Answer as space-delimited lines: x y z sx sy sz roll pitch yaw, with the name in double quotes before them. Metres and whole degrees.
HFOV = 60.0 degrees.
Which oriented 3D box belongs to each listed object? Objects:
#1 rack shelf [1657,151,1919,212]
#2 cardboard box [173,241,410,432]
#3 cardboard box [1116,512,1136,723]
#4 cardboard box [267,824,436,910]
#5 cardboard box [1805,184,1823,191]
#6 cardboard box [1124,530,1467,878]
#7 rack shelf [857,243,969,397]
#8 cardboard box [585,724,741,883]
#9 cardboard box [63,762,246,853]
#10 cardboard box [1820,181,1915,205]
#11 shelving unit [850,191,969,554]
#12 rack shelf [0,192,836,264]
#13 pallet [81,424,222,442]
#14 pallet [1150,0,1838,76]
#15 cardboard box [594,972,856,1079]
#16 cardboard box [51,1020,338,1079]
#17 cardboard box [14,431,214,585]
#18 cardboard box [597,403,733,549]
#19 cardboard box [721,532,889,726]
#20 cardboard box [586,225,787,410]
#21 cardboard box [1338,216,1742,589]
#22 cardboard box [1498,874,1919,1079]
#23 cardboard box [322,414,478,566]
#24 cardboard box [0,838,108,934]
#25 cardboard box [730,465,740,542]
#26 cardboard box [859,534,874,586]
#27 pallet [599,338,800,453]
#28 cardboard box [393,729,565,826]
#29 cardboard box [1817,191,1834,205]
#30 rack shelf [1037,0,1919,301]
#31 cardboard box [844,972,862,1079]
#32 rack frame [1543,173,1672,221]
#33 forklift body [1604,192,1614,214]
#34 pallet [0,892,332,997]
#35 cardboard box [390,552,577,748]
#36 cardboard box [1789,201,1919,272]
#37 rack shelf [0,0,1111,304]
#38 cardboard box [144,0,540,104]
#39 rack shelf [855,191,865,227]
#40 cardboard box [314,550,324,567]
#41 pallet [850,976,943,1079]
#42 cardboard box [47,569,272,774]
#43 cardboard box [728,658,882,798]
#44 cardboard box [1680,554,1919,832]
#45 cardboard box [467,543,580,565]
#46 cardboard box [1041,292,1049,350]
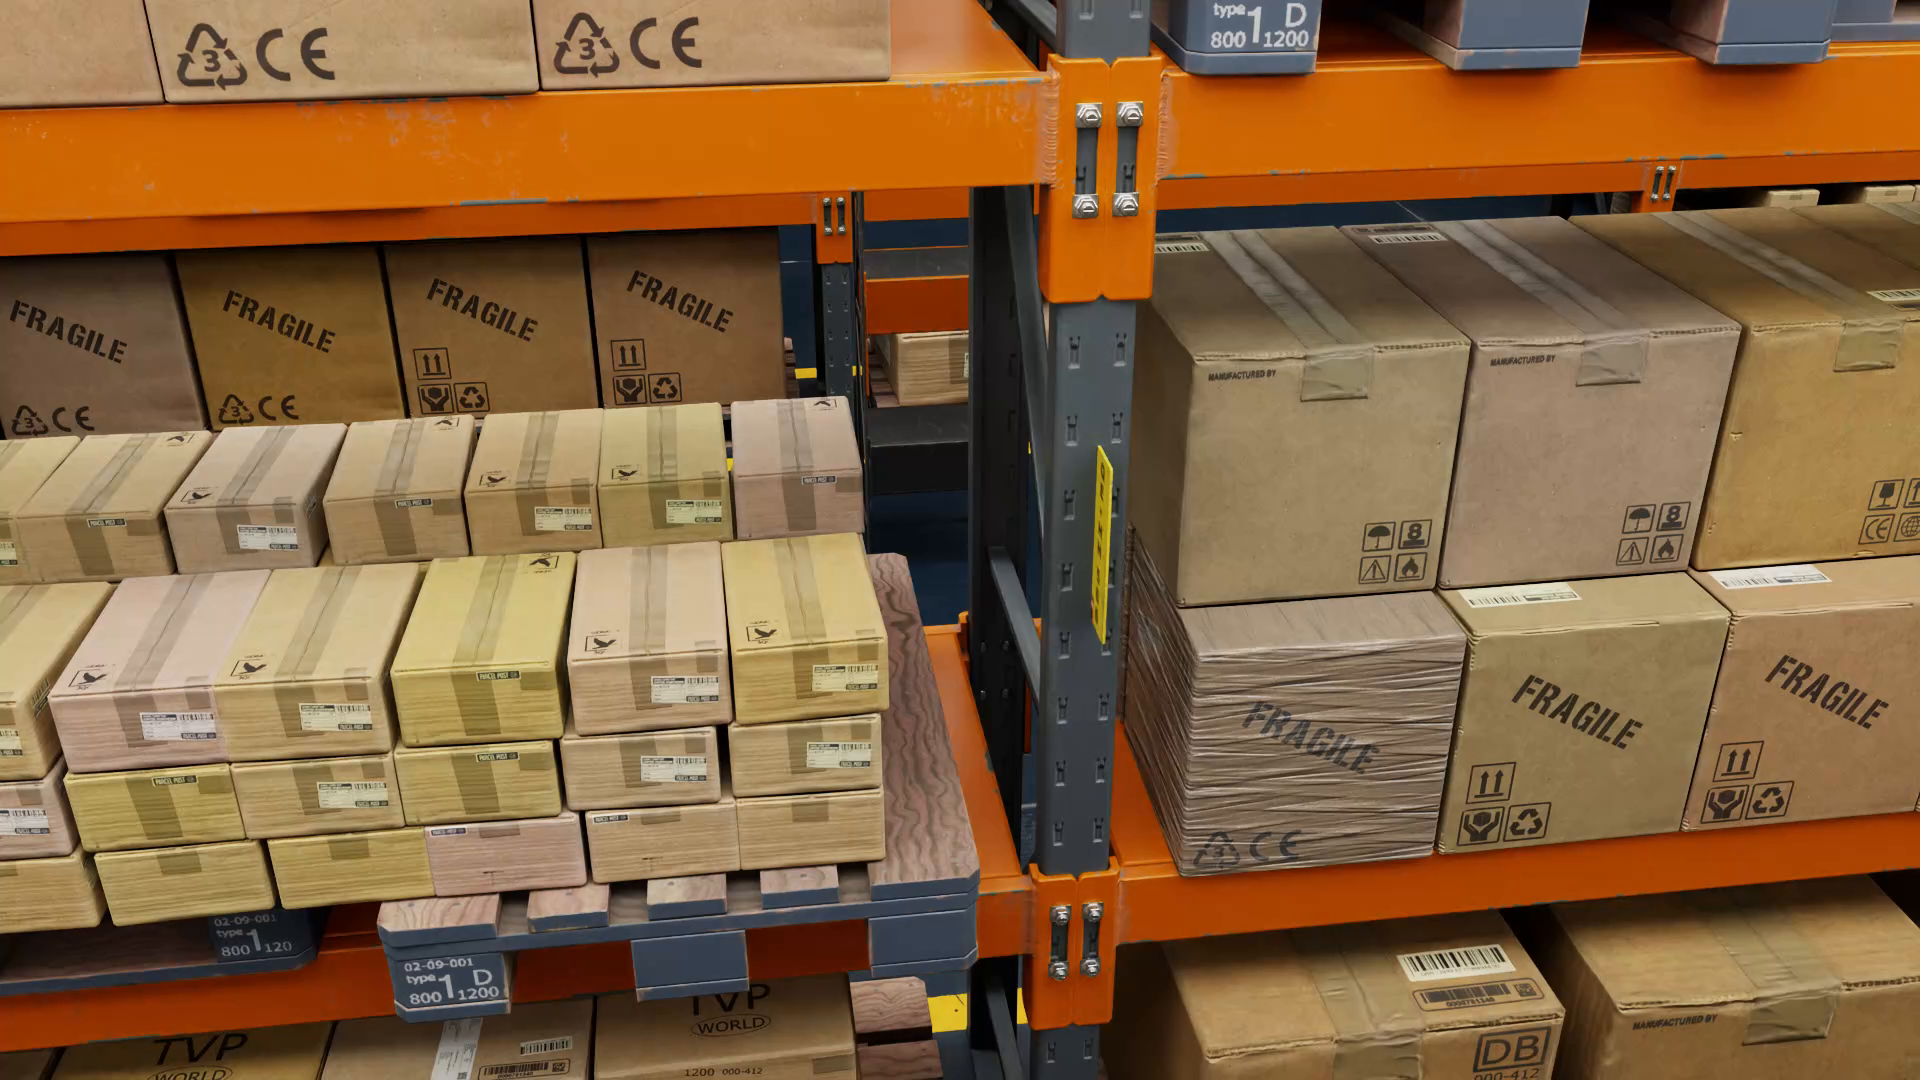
"rack shelf" 5.301 -2.048 8.743 4.000 0.370 1.077 -4 27 -7
"cardboard box" -3.105 -1.110 7.995 0.875 0.875 0.875 -3 27 -6
"cardboard box" 0.558 0.050 3.756 0.500 0.500 0.500 -4 27 -7
"cardboard box" -1.023 0.455 2.893 0.250 0.149 0.380 -4 27 -8
"cardboard box" 4.373 -1.730 9.066 0.500 0.500 0.500 -3 27 -6
"cardboard box" 0.632 0.294 3.282 0.500 0.500 0.500 -3 27 -7
"rack shelf" -0.164 -0.912 6.756 0.480 0.518 0.431 -4 27 -7
"cardboard box" -0.521 0.424 2.953 0.250 0.149 0.380 -4 27 -7
"cardboard box" -1.295 0.341 2.789 0.250 0.149 0.380 -4 27 -7
"cardboard box" 4.583 -1.756 8.407 0.250 0.149 0.380 -3 27 -5
"shelving unit" -0.164 -0.924 6.750 0.503 2.100 0.431 -4 27 -7
"rack shelf" -2.621 -1.539 7.752 4.000 0.370 1.077 -4 27 -7
"pallet" -3.848 -0.574 8.138 1.213 0.211 1.003 -4 27 -7
"pallet" 0.780 -1.070 2.972 1.003 0.211 1.213 -2 27 -5
"cardboard box" -0.491 0.999 3.475 0.500 0.250 0.500 -4 27 -8
"cardboard box" -1.495 1.061 3.353 0.500 0.250 0.500 -3 27 -6
"cardboard box" -1.636 -0.069 3.262 0.250 0.149 0.380 -3 27 -6
"cardboard box" -0.601 -0.135 3.390 0.250 0.149 0.380 -4 27 -9
"cardboard box" -0.272 0.144 2.848 0.250 0.149 0.380 -5 28 -9
"cardboard box" -1.336 -1.221 8.212 0.875 0.875 0.875 -4 27 -8
"cardboard box" 1.096 -0.301 3.346 0.500 0.500 0.700 -4 27 -8
"cardboard box" 1.630 1.004 4.012 0.750 0.750 1.050 -3 27 -6
"cardboard box" -1.107 -0.104 3.331 0.250 0.149 0.380 -5 28 -9
"cardboard box" -1.546 0.488 2.828 0.250 0.149 0.380 -3 27 -6
"cardboard box" -0.357 -0.022 3.497 0.250 0.149 0.380 -2 27 -5
"cardboard box" -0.322 0.107 3.571 0.250 0.149 0.380 -4 27 -8
"pallet" -1.431 -0.730 8.441 1.213 0.211 1.003 -4 27 -7
"cardboard box" -0.801 0.311 2.848 0.250 0.149 0.380 -3 27 -6
"cardboard box" 4.471 -1.493 8.604 0.500 0.500 0.500 -3 27 -5
"rack shelf" 2.130 -0.897 3.214 4.000 0.370 1.077 -4 27 -7
"cardboard box" -0.466 1.330 3.650 0.500 0.500 0.500 -4 27 -7
"rack frame" 3.321 -2.241 8.331 0.127 3.000 1.000 -4 27 -7
"forklift body" 4.963 -3.416 11.551 1.214 2.155 2.313 -4 27 -7
"pallet" -1.805 0.475 3.249 1.213 0.211 1.003 -4 27 -7
"cardboard box" -0.780 0.175 2.786 0.250 0.149 0.380 -3 27 -6
"cardboard box" 2.110 -0.367 3.476 0.500 0.500 0.700 -4 27 -8
"rack shelf" -1.831 -0.642 2.718 4.000 0.370 1.077 -4 27 -7
"cardboard box" -0.874 -0.945 2.411 0.500 0.500 0.500 -4 27 -7
"rack shelf" -0.164 -1.534 6.437 0.480 0.518 0.431 -4 27 -7
"cardboard box" -1.386 0.046 3.364 0.250 0.149 0.380 -4 27 -7
"pallet" -0.625 1.535 4.028 1.213 0.211 1.003 -4 27 -7
"cardboard box" -1.284 0.207 2.725 0.250 0.149 0.380 -4 27 -7
"cardboard box" -0.276 0.275 2.918 0.250 0.149 0.380 -3 27 -6
"cardboard box" 1.634 0.229 3.409 0.500 0.500 0.500 -4 27 -7
"cardboard box" -0.889 0.014 3.426 0.250 0.149 0.380 -5 28 -9
"cardboard box" 0.650 -1.086 8.499 0.625 0.372 0.950 -4 27 -8
